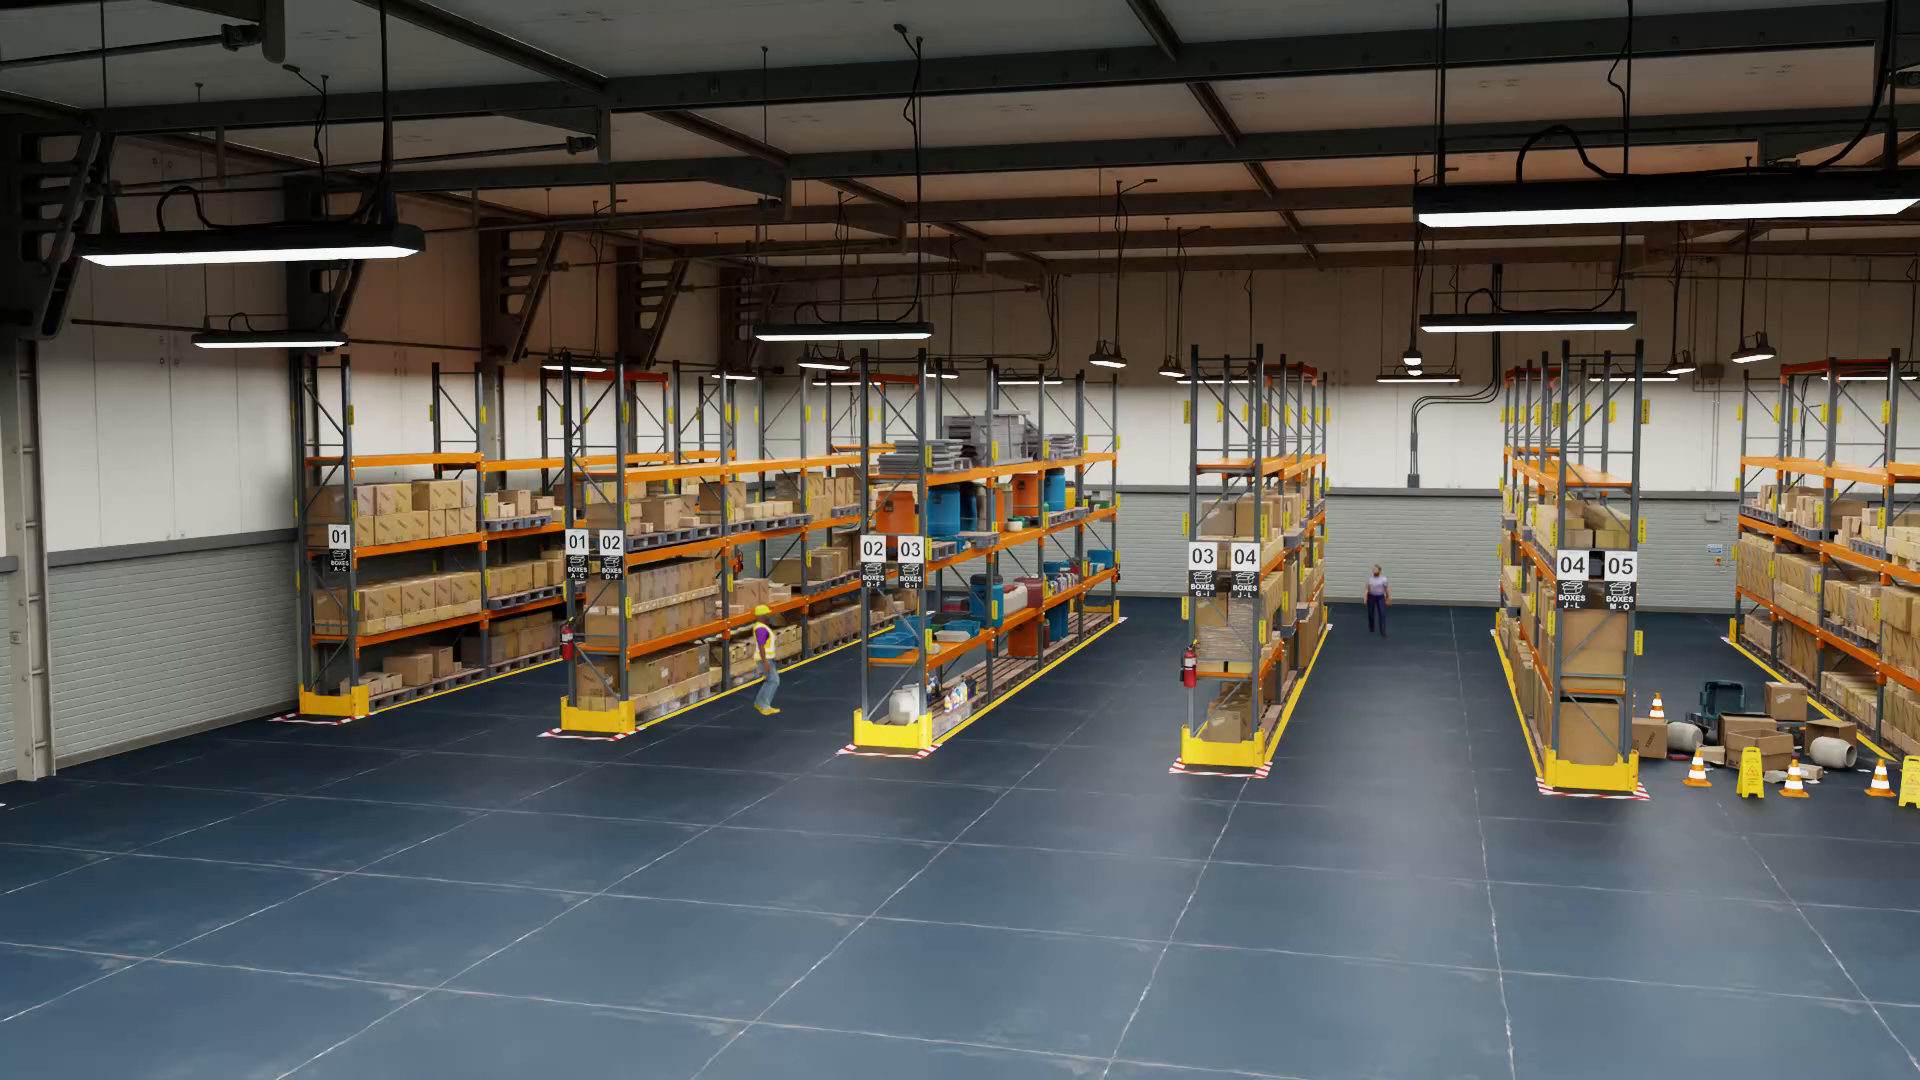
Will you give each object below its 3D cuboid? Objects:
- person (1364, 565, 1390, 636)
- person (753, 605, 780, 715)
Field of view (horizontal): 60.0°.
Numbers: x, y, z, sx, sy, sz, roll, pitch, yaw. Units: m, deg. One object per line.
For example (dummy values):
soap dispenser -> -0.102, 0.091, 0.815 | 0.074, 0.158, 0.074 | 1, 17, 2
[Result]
person -> 9.497, 1.352, 37.868 | 0.572, 1.578, 1.014 | 1, 4, 12
person -> -3.088, 1.917, 26.429 | 0.495, 1.789, 0.646 | 0, 4, 5
